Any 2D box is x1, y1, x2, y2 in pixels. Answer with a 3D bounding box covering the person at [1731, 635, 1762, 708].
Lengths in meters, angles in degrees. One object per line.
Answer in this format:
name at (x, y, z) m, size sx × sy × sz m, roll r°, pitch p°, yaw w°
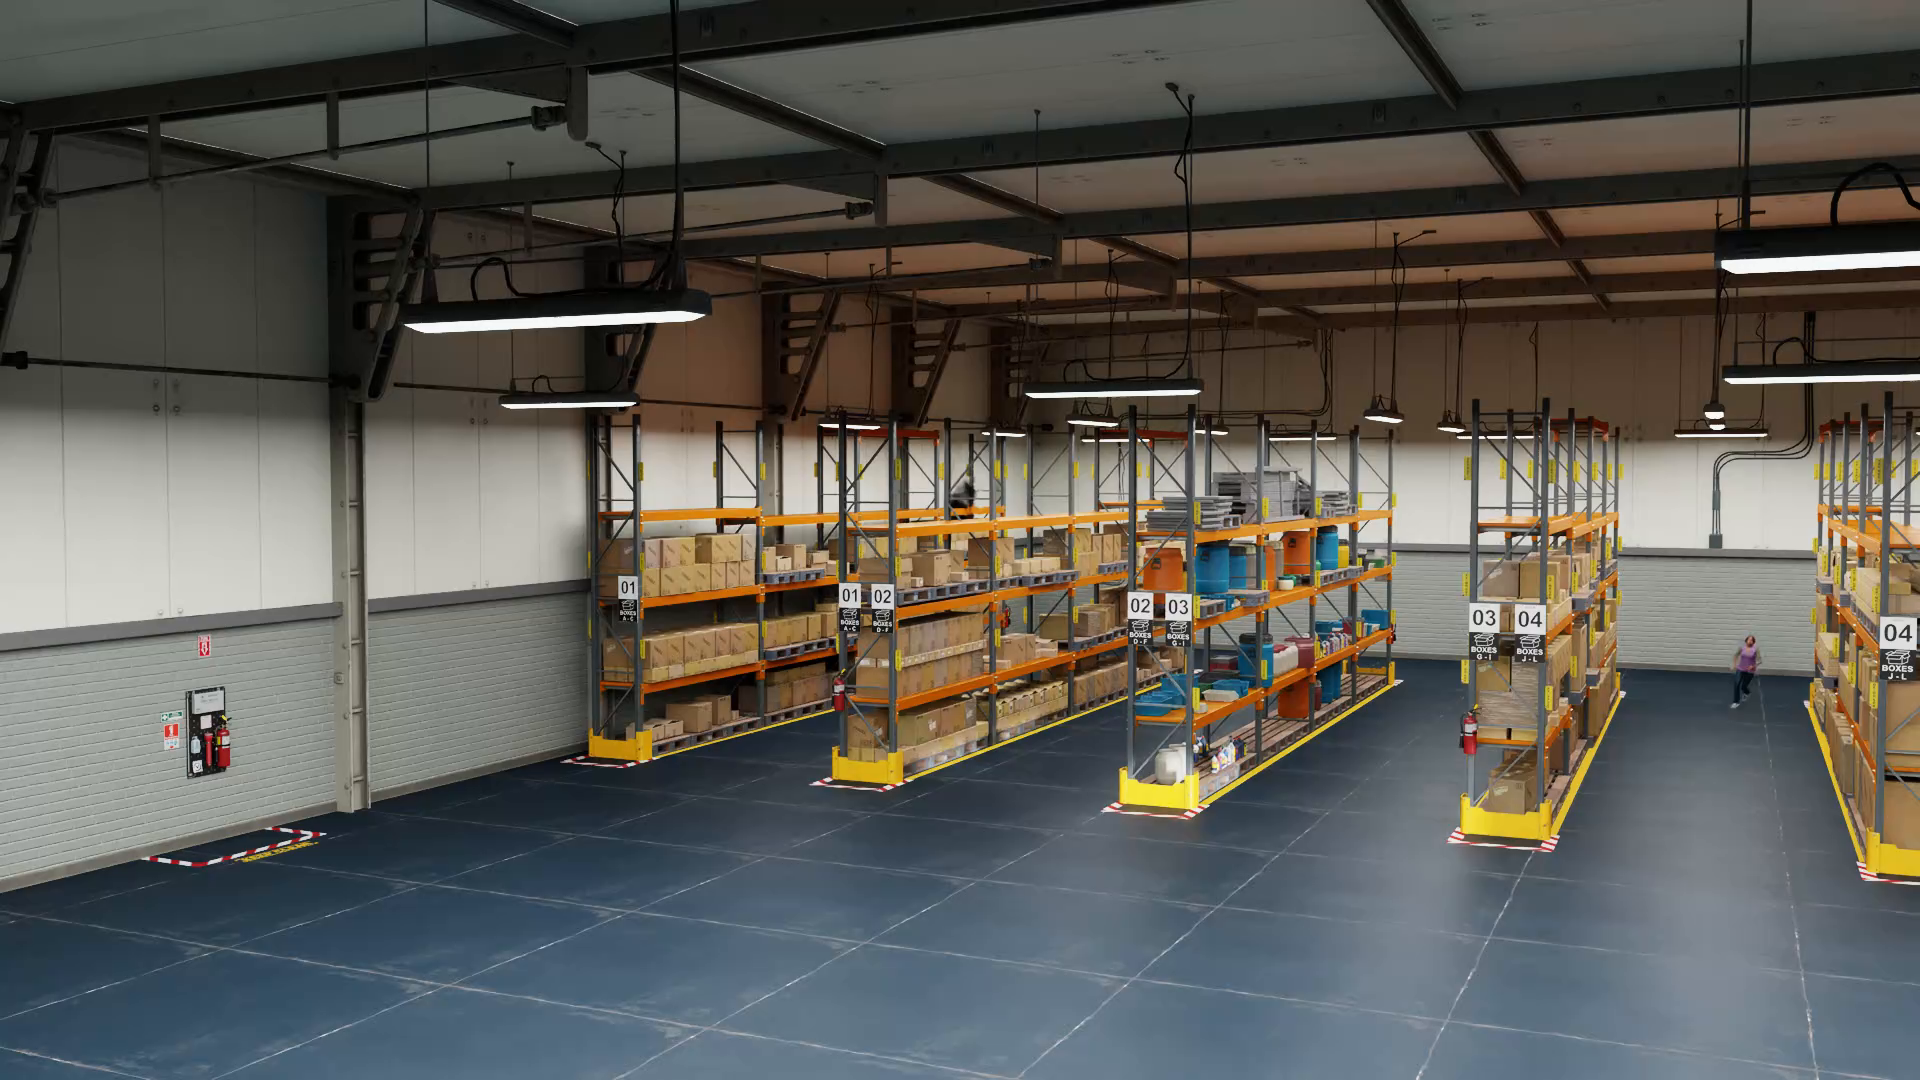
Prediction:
person at (16.725, 2.790, 35.329) m, size 0.582 × 1.560 × 0.677 m, roll 2°, pitch 3°, yaw 41°
